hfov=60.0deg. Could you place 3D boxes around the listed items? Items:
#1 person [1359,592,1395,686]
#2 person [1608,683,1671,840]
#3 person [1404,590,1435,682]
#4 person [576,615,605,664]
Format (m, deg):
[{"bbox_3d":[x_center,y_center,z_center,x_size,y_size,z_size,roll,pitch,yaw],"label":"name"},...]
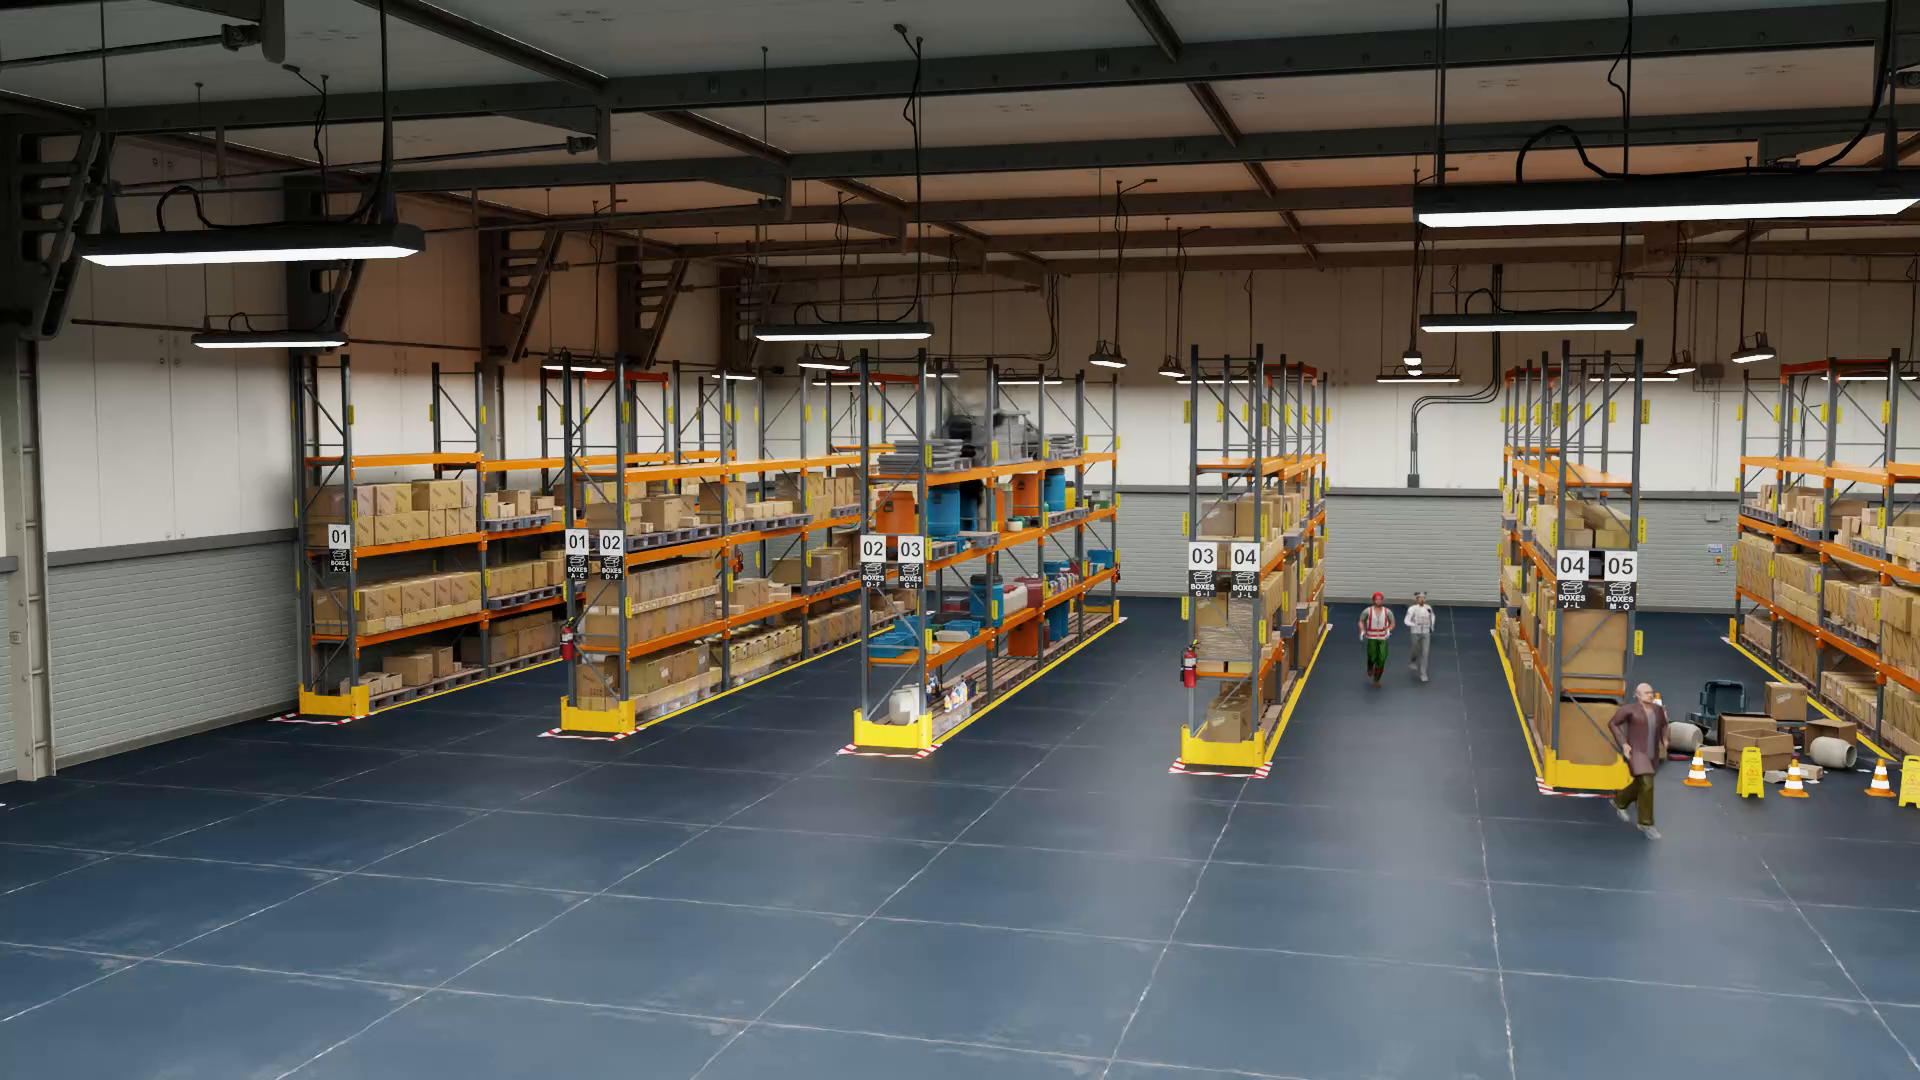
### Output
[{"bbox_3d":[7.732,1.827,30.810,0.658,1.738,0.601,1,4,7],"label":"person"},{"bbox_3d":[8.170,2.620,20.003,0.700,1.812,0.920,-2,5,-19],"label":"person"},{"bbox_3d":[8.736,1.789,31.544,0.614,1.692,0.901,0,4,2],"label":"person"},{"bbox_3d":[-6.430,1.942,29.121,0.687,1.751,0.690,1,4,11],"label":"person"}]
